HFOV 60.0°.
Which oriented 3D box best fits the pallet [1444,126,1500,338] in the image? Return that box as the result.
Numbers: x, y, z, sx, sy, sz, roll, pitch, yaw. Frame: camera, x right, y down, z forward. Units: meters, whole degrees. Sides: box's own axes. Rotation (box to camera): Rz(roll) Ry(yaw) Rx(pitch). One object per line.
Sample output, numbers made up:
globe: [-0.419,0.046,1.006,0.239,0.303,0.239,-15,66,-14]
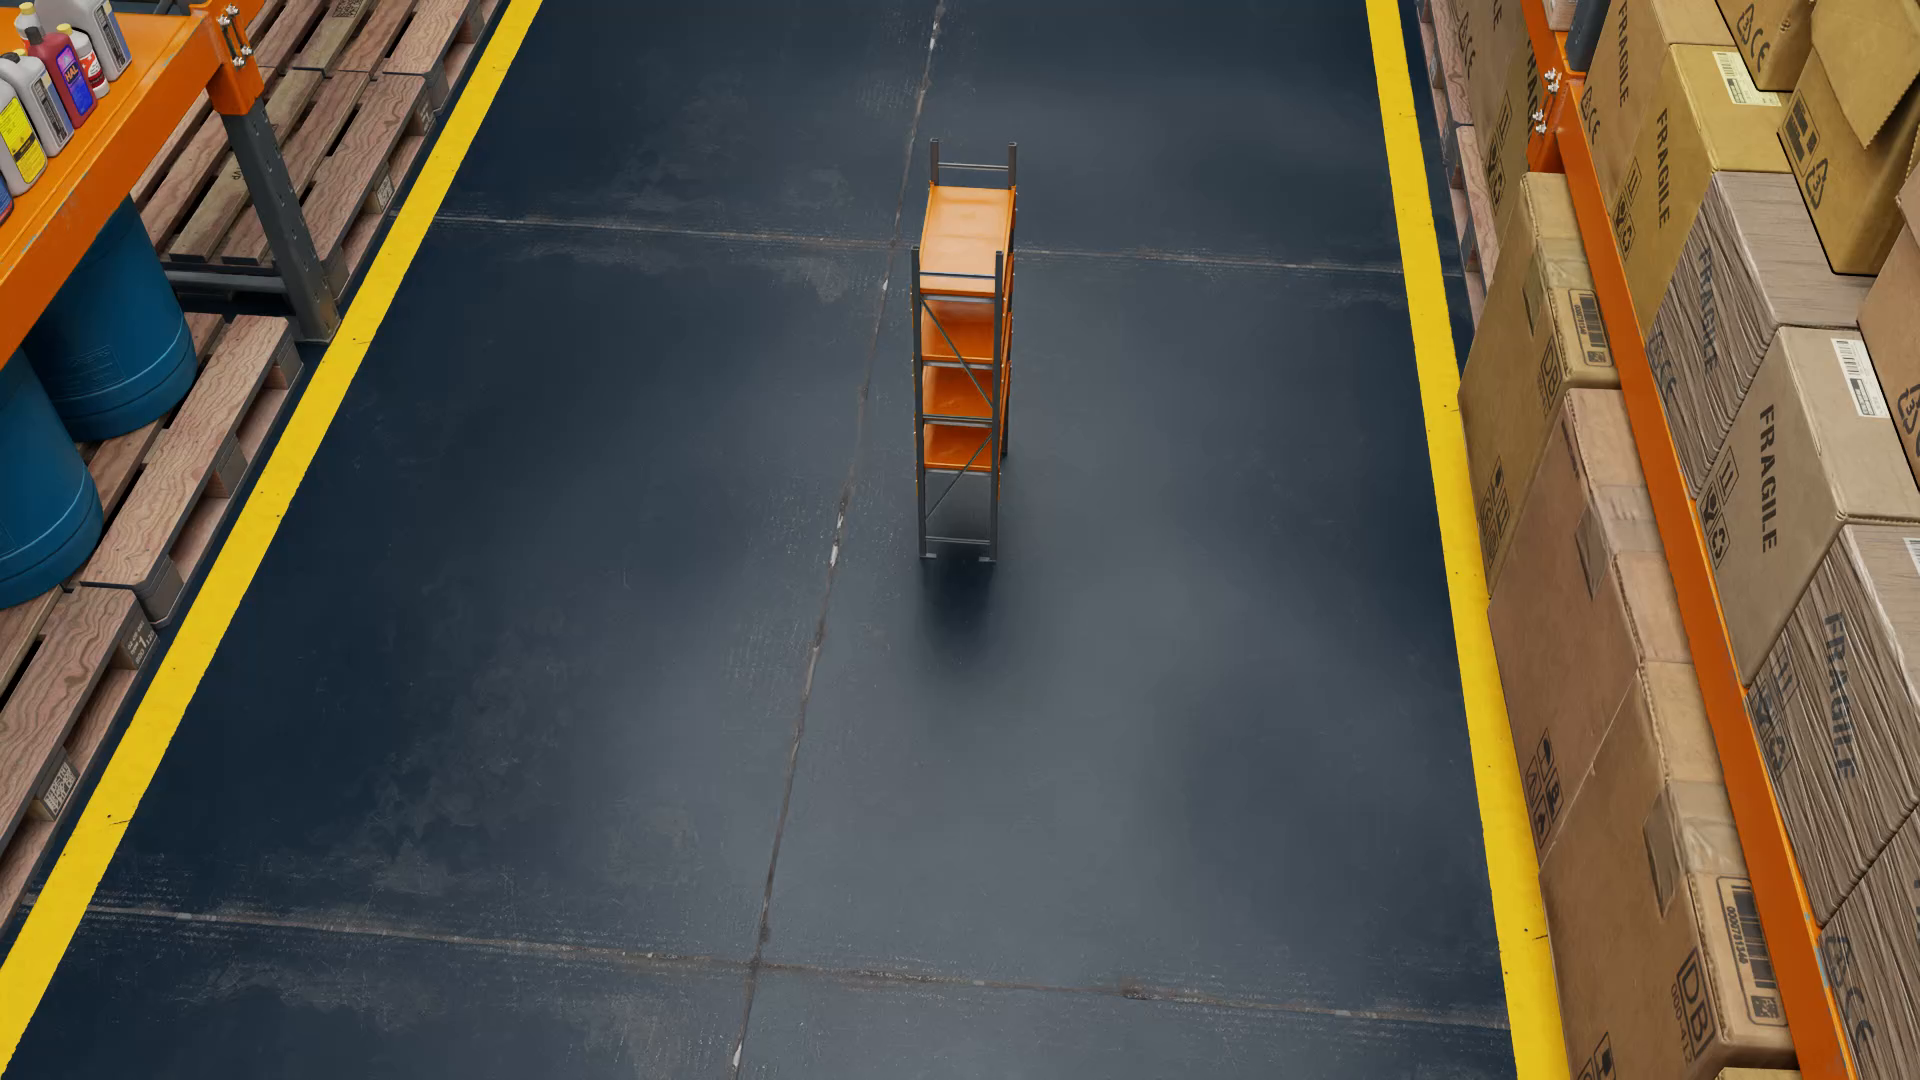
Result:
pallet: [2.361,-1.059,6.076,1.003,0.211,1.213,4,48,4]

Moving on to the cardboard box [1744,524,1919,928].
cardboard box: [1.743,0.332,2.846,0.500,0.500,0.500,2,48,2]

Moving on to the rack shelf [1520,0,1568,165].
rack shelf: [2.396,-2.674,6.150,1.077,0.370,4.000,4,48,4]

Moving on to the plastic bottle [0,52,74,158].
plastic bottle: [-2.466,-1.158,4.361,0.152,0.276,0.135,4,48,4]

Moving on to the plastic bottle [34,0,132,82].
plastic bottle: [-2.432,-1.427,4.606,0.152,0.276,0.135,4,48,4]

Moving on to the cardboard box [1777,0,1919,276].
cardboard box: [2.090,-0.846,3.243,0.797,0.503,0.637,4,48,4]

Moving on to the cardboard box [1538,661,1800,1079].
cardboard box: [2.022,0.908,3.542,1.225,0.875,0.875,4,48,4]

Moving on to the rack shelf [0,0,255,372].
rack shelf: [-2.901,-0.067,3.766,1.077,0.370,4.000,4,48,4]

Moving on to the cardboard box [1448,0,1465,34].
cardboard box: [2.517,-2.666,6.811,0.875,0.875,0.875,4,48,4]

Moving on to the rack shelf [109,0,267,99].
rack shelf: [-2.536,-3.007,6.455,1.077,0.370,4.000,4,48,4]

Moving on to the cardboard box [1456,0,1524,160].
cardboard box: [2.436,-2.012,6.213,0.875,0.875,0.875,4,48,4]

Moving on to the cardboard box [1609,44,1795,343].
cardboard box: [1.878,-0.790,3.872,0.500,0.500,0.500,4,48,4]

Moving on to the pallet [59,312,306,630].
pallet: [-2.830,-0.274,5.358,1.003,0.211,1.213,4,48,4]

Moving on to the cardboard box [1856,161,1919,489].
cardboard box: [2.049,-0.388,2.824,0.797,0.503,0.637,5,48,5]

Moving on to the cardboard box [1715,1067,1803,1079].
cardboard box: [1.933,1.562,2.944,1.225,0.875,0.875,2,48,2]

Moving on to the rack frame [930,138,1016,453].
rack frame: [0.037,-0.706,5.082,0.240,1.200,0.015,4,48,4]

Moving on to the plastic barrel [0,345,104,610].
plastic barrel: [-2.849,-0.294,4.624,0.600,0.901,0.708,4,48,4]

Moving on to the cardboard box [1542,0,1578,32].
cardboard box: [1.916,-1.608,4.858,0.380,0.149,0.250,4,48,4]

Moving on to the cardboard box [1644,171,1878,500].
cardboard box: [1.832,-0.422,3.535,0.500,0.500,0.500,3,48,3]

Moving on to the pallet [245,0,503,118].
pallet: [-2.581,-2.281,7.193,1.003,0.211,1.213,4,48,4]

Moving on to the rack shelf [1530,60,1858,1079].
rack shelf: [2.032,0.266,3.462,1.077,0.370,4.000,4,48,4]

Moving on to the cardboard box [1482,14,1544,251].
cardboard box: [2.354,-1.351,5.608,0.875,0.875,0.875,4,48,4]

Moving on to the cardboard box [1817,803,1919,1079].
cardboard box: [1.699,0.714,2.497,0.500,0.500,0.500,3,48,3]

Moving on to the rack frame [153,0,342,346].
rack frame: [-2.718,-1.780,4.845,1.000,3.000,0.127,4,48,4]

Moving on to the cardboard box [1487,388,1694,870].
cardboard box: [2.095,0.257,4.137,1.225,0.875,0.875,2,48,2]

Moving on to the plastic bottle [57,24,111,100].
plastic bottle: [-2.416,-1.314,4.554,0.097,0.201,0.097,0,48,0]

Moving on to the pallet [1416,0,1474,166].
pallet: [2.470,-1.958,6.898,1.003,0.211,1.213,4,48,4]

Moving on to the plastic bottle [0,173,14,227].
plastic bottle: [-2.493,-0.930,4.101,0.144,0.351,0.185,4,48,4]

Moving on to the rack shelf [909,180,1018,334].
rack shelf: [0.015,-0.792,4.629,0.258,0.148,0.480,4,48,4]

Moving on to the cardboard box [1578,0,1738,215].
cardboard box: [1.923,-1.159,4.210,0.500,0.500,0.500,4,48,4]

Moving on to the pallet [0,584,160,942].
pallet: [-2.939,0.624,4.536,1.003,0.211,1.213,4,48,4]

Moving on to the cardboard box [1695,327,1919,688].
cardboard box: [1.790,-0.042,3.188,0.500,0.500,0.500,5,48,4]

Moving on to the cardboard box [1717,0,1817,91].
cardboard box: [2.164,-1.349,3.704,0.797,0.503,0.637,3,48,3]

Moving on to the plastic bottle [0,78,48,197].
plastic bottle: [-2.476,-1.066,4.225,0.144,0.351,0.185,4,48,4]

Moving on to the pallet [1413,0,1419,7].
pallet: [2.584,-2.852,7.716,1.003,0.211,1.213,4,48,4]

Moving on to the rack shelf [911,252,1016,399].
rack shelf: [0.015,-0.632,4.803,0.258,0.148,0.480,4,48,4]

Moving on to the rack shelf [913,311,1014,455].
rack shelf: [0.015,-0.481,4.968,0.258,0.148,0.480,4,48,4]

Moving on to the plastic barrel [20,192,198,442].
plastic barrel: [-2.785,-0.815,5.100,0.600,0.901,0.708,4,48,4]

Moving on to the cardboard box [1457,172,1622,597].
cardboard box: [2.176,-0.400,4.738,1.225,0.875,0.875,4,48,4]

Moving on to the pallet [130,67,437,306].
pallet: [-2.690,-1.382,6.371,1.003,0.211,1.213,4,48,4]

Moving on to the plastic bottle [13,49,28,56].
plastic bottle: [-2.488,-1.220,4.468,0.097,0.201,0.097,0,48,0]

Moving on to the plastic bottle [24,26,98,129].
plastic bottle: [-2.408,-1.256,4.445,0.061,0.283,0.133,4,48,4]

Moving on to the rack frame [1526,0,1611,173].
rack frame: [2.214,-1.447,4.540,1.000,3.000,0.127,4,48,4]

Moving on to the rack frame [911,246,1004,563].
rack frame: [-0.007,-0.347,4.755,0.240,1.200,0.015,4,48,4]

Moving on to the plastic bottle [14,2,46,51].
plastic bottle: [-2.558,-1.396,4.629,0.097,0.201,0.097,0,48,0]

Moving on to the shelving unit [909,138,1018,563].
shelving unit: [0.015,-0.527,4.918,0.258,1.200,0.503,4,48,4]

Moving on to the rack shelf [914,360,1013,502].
rack shelf: [0.015,-0.347,5.115,0.258,0.148,0.480,4,48,4]
